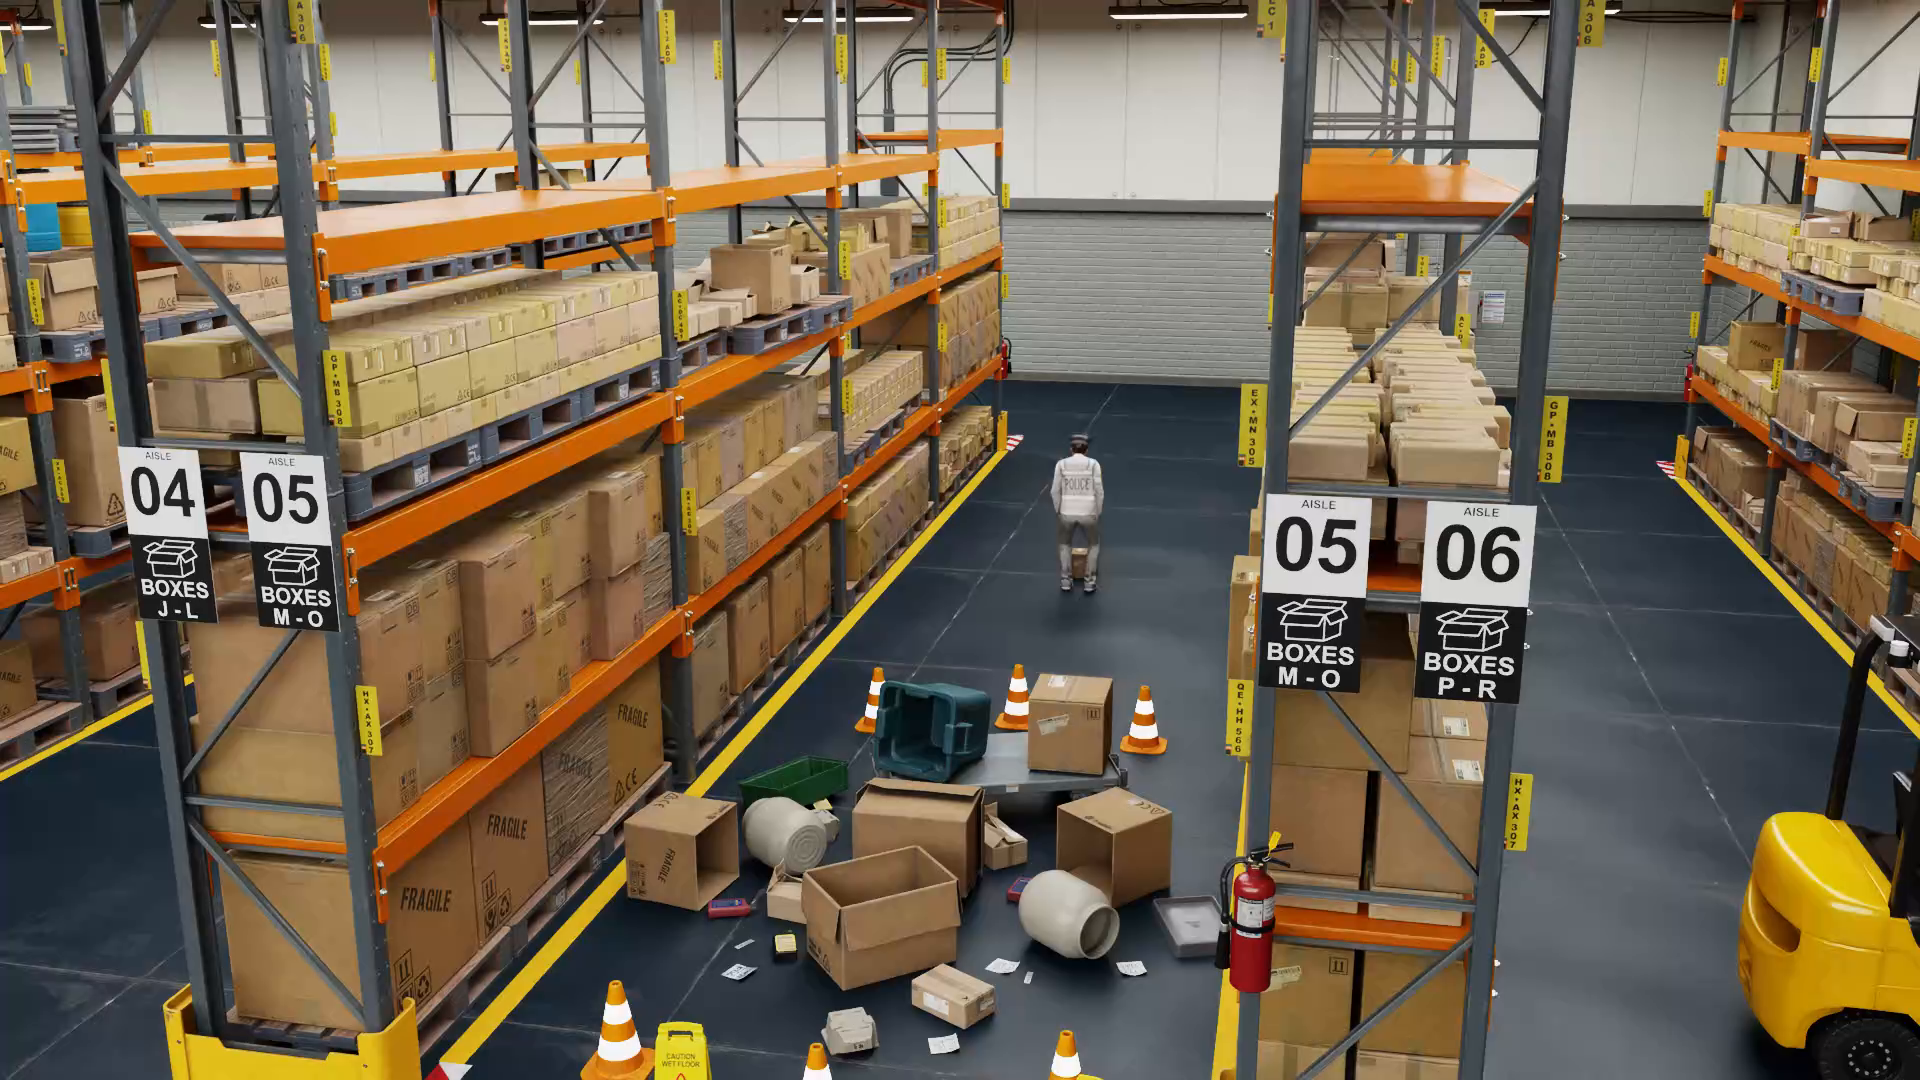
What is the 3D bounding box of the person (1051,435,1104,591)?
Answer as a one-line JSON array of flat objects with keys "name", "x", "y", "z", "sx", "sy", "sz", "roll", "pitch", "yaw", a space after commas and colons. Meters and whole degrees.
[{"name": "person", "x": 1.146, "y": -0.262, "z": 16.309, "sx": 0.527, "sy": 1.522, "sz": 0.591, "roll": 3, "pitch": 15, "yaw": 12}]
